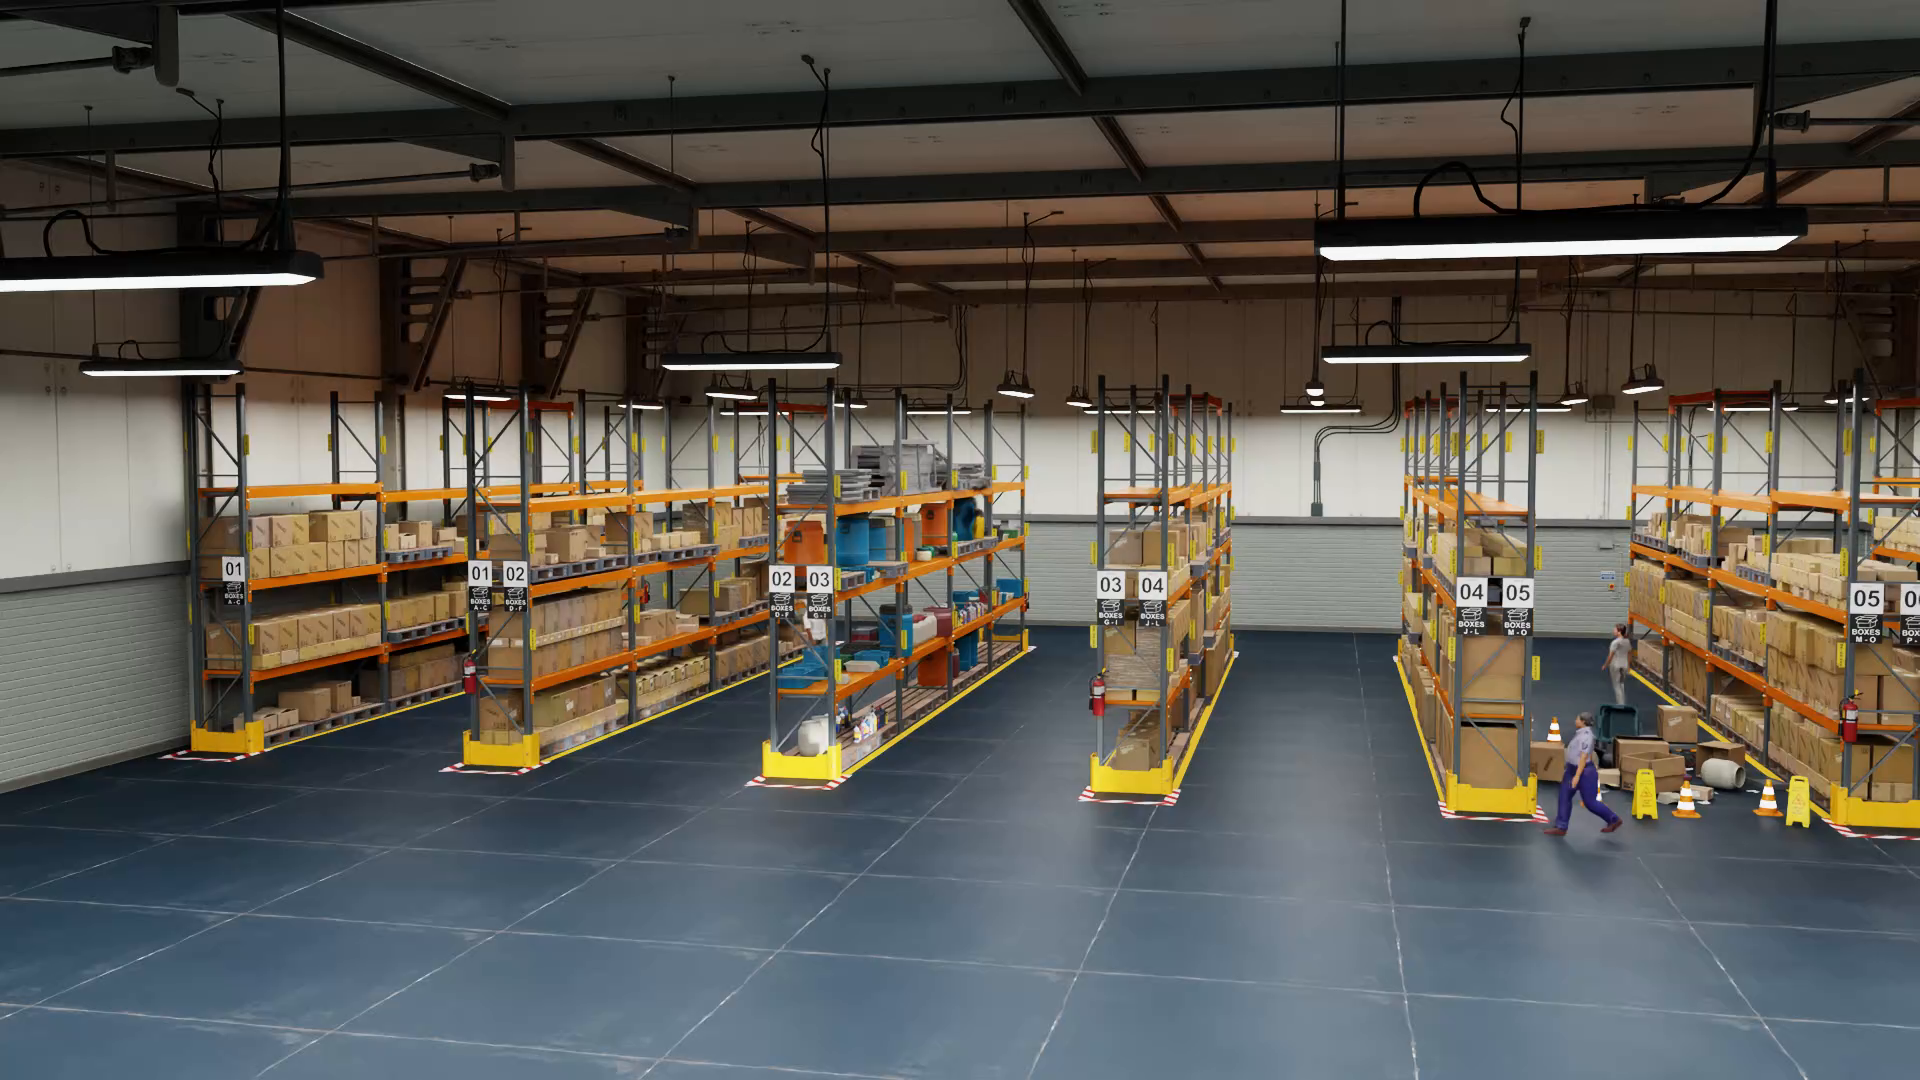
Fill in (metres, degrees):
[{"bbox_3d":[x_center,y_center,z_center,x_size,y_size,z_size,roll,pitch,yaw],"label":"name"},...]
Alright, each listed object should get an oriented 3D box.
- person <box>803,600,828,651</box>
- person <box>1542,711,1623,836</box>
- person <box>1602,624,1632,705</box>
[{"bbox_3d":[-2.991,2.099,35.347,0.732,1.752,0.633,-3,5,-43],"label":"person"},{"bbox_3d":[7.956,3.026,21.203,0.927,1.520,0.465,-1,3,-9],"label":"person"},{"bbox_3d":[12.225,2.397,30.877,0.509,1.700,0.593,0,3,-3],"label":"person"}]
